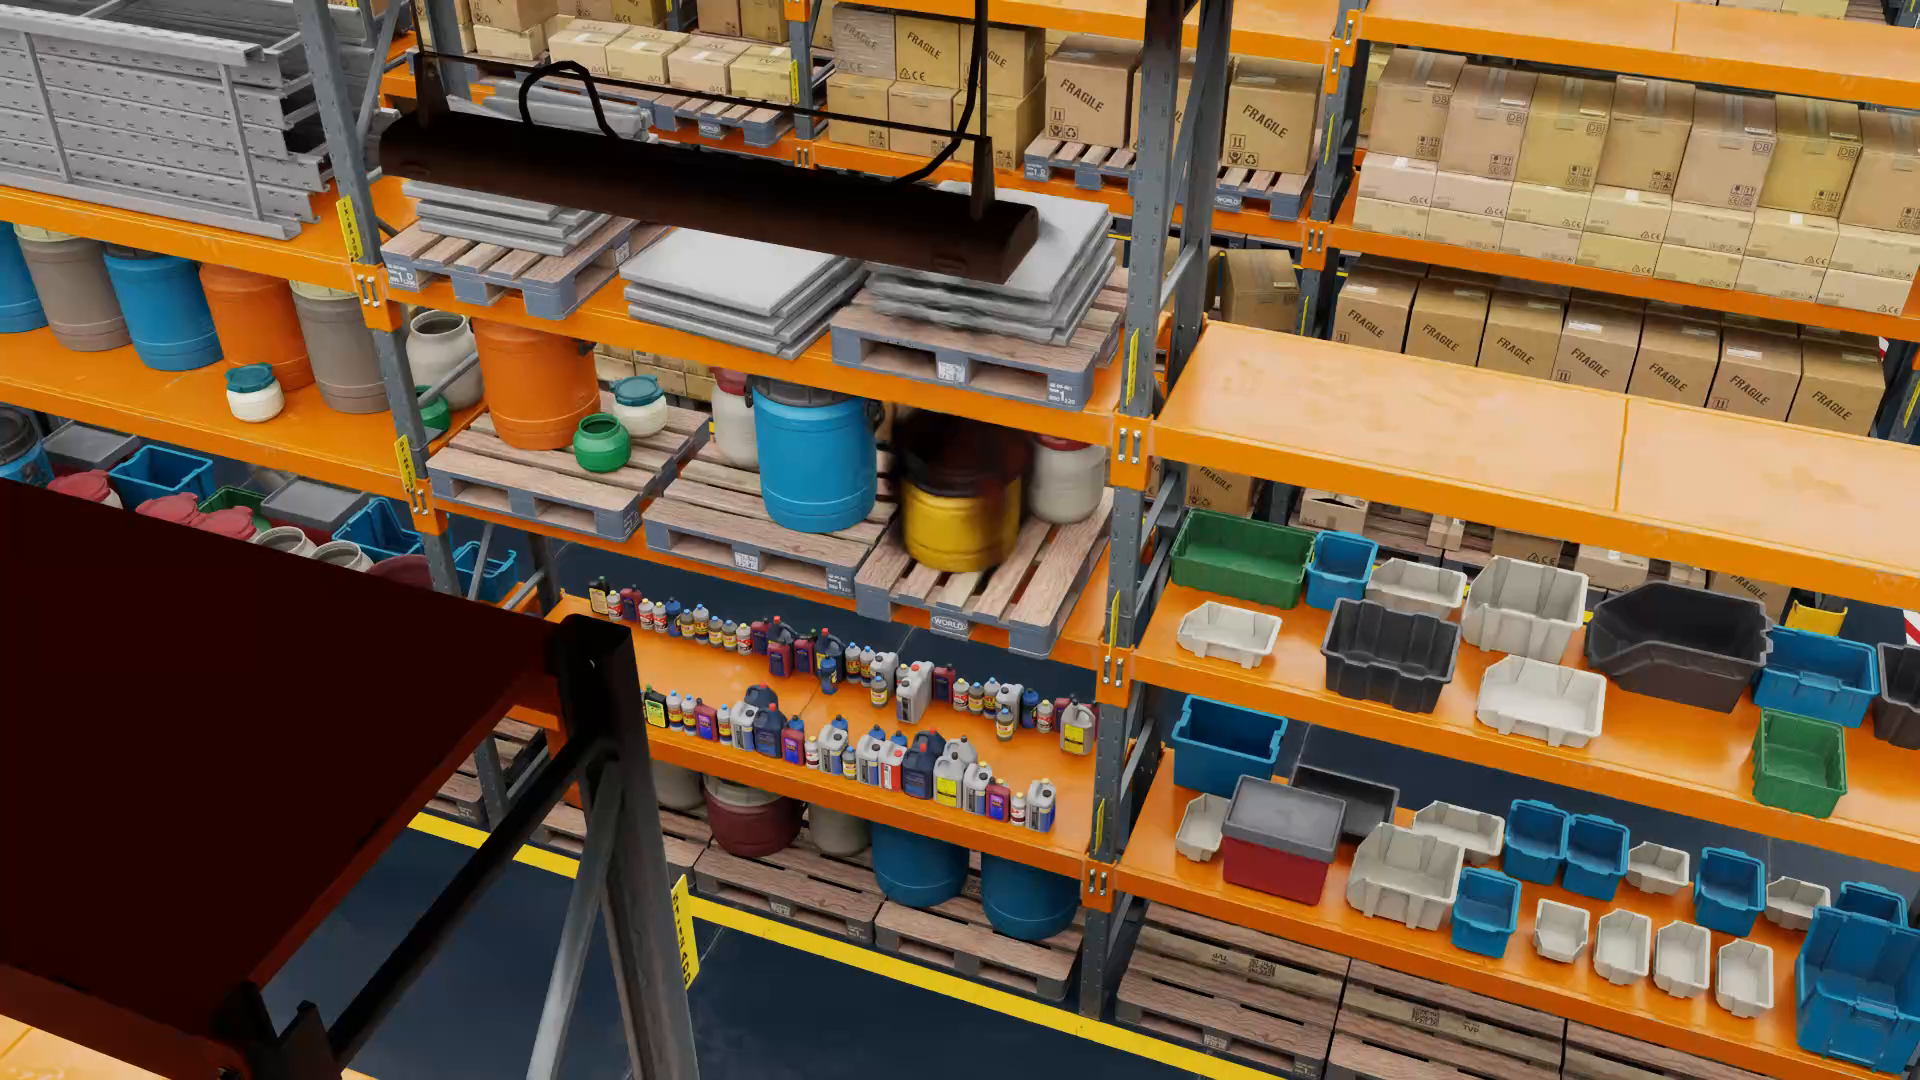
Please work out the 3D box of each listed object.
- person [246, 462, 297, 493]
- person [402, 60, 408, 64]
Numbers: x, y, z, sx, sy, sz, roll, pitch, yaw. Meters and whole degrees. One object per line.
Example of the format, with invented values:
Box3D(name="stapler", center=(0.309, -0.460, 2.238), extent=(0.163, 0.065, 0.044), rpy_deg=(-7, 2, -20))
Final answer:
Box3D(name="person", center=(-5.393, -0.881, 13.156), extent=(0.650, 1.733, 0.707), rpy_deg=(3, 37, 4))
Box3D(name="person", center=(-5.641, -4.267, 17.679), extent=(0.730, 1.779, 0.786), rpy_deg=(-5, 37, -6))
